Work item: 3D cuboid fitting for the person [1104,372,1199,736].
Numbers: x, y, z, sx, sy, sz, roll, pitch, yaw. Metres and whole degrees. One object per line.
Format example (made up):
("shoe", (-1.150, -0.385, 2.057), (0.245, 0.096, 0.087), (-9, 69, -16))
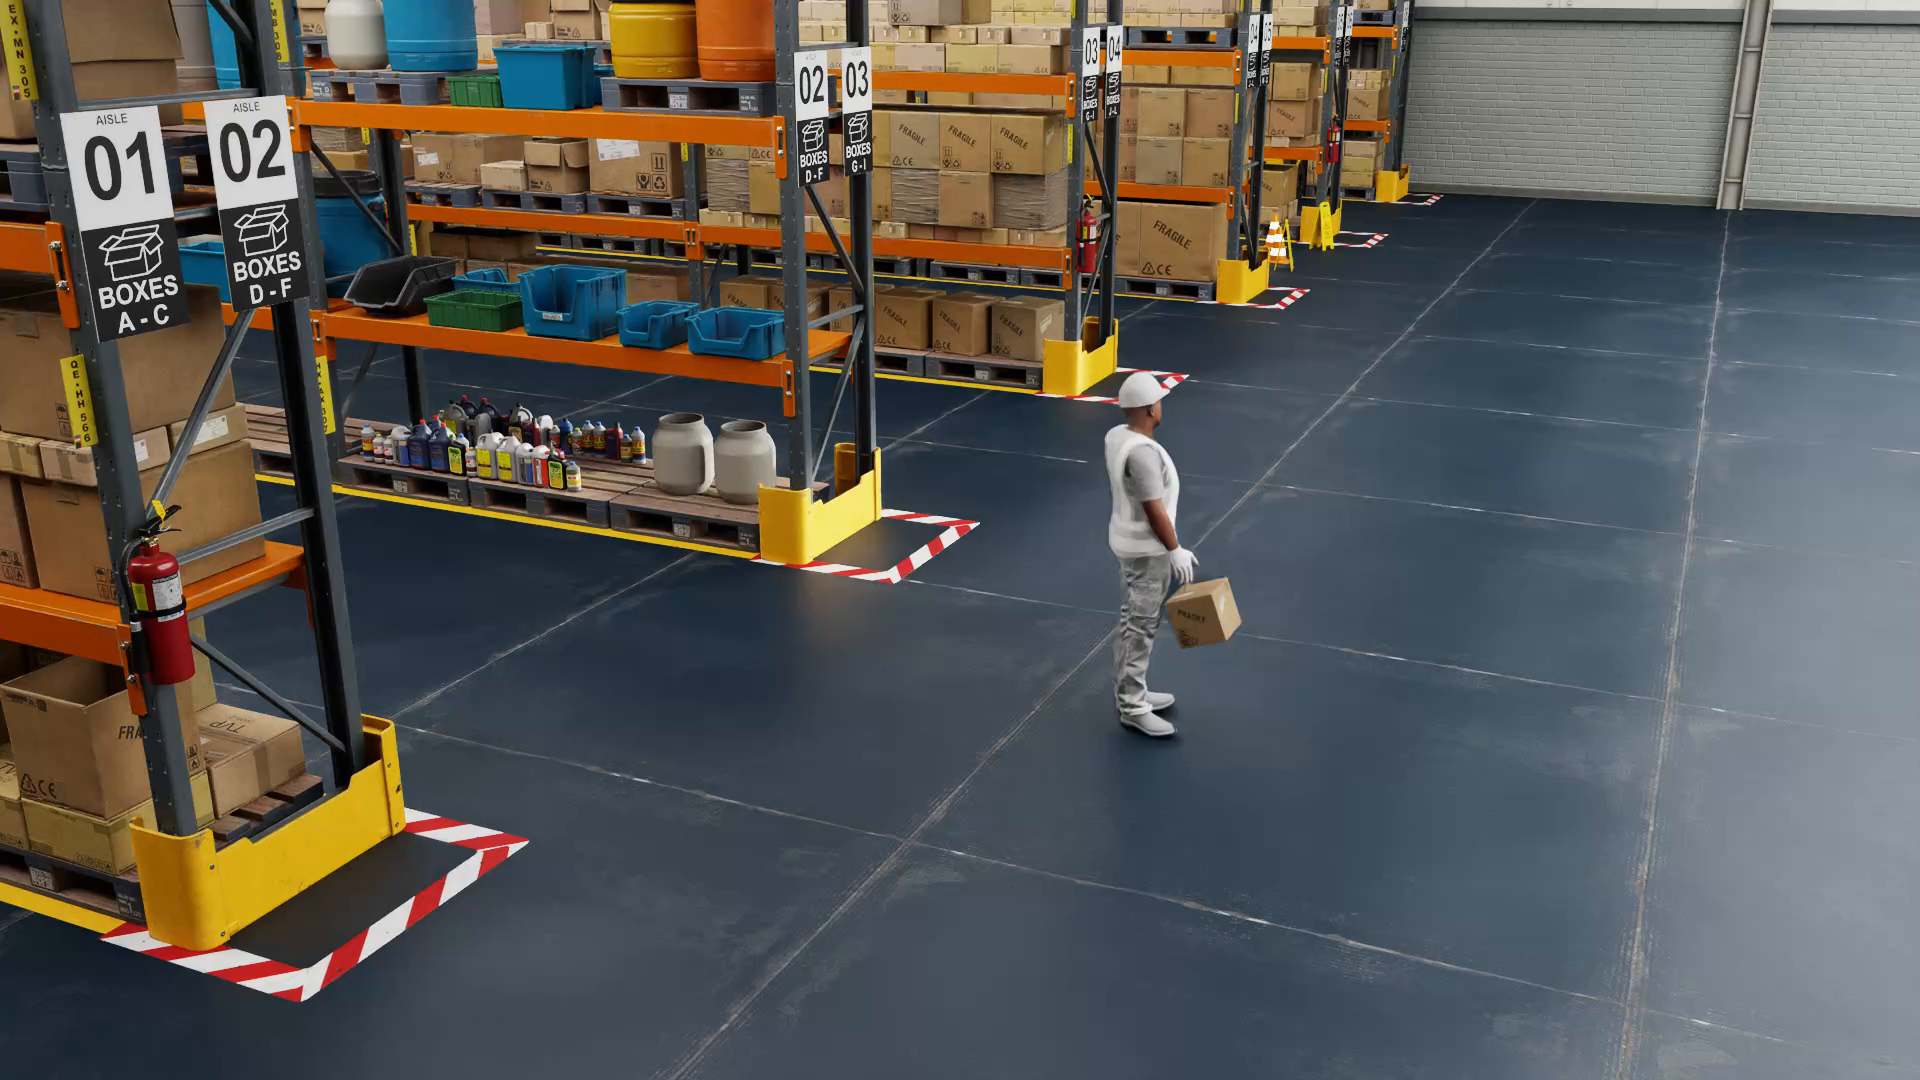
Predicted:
("person", (0.952, 0.050, 8.338), (0.432, 1.788, 0.613), (-1, 19, -4))
